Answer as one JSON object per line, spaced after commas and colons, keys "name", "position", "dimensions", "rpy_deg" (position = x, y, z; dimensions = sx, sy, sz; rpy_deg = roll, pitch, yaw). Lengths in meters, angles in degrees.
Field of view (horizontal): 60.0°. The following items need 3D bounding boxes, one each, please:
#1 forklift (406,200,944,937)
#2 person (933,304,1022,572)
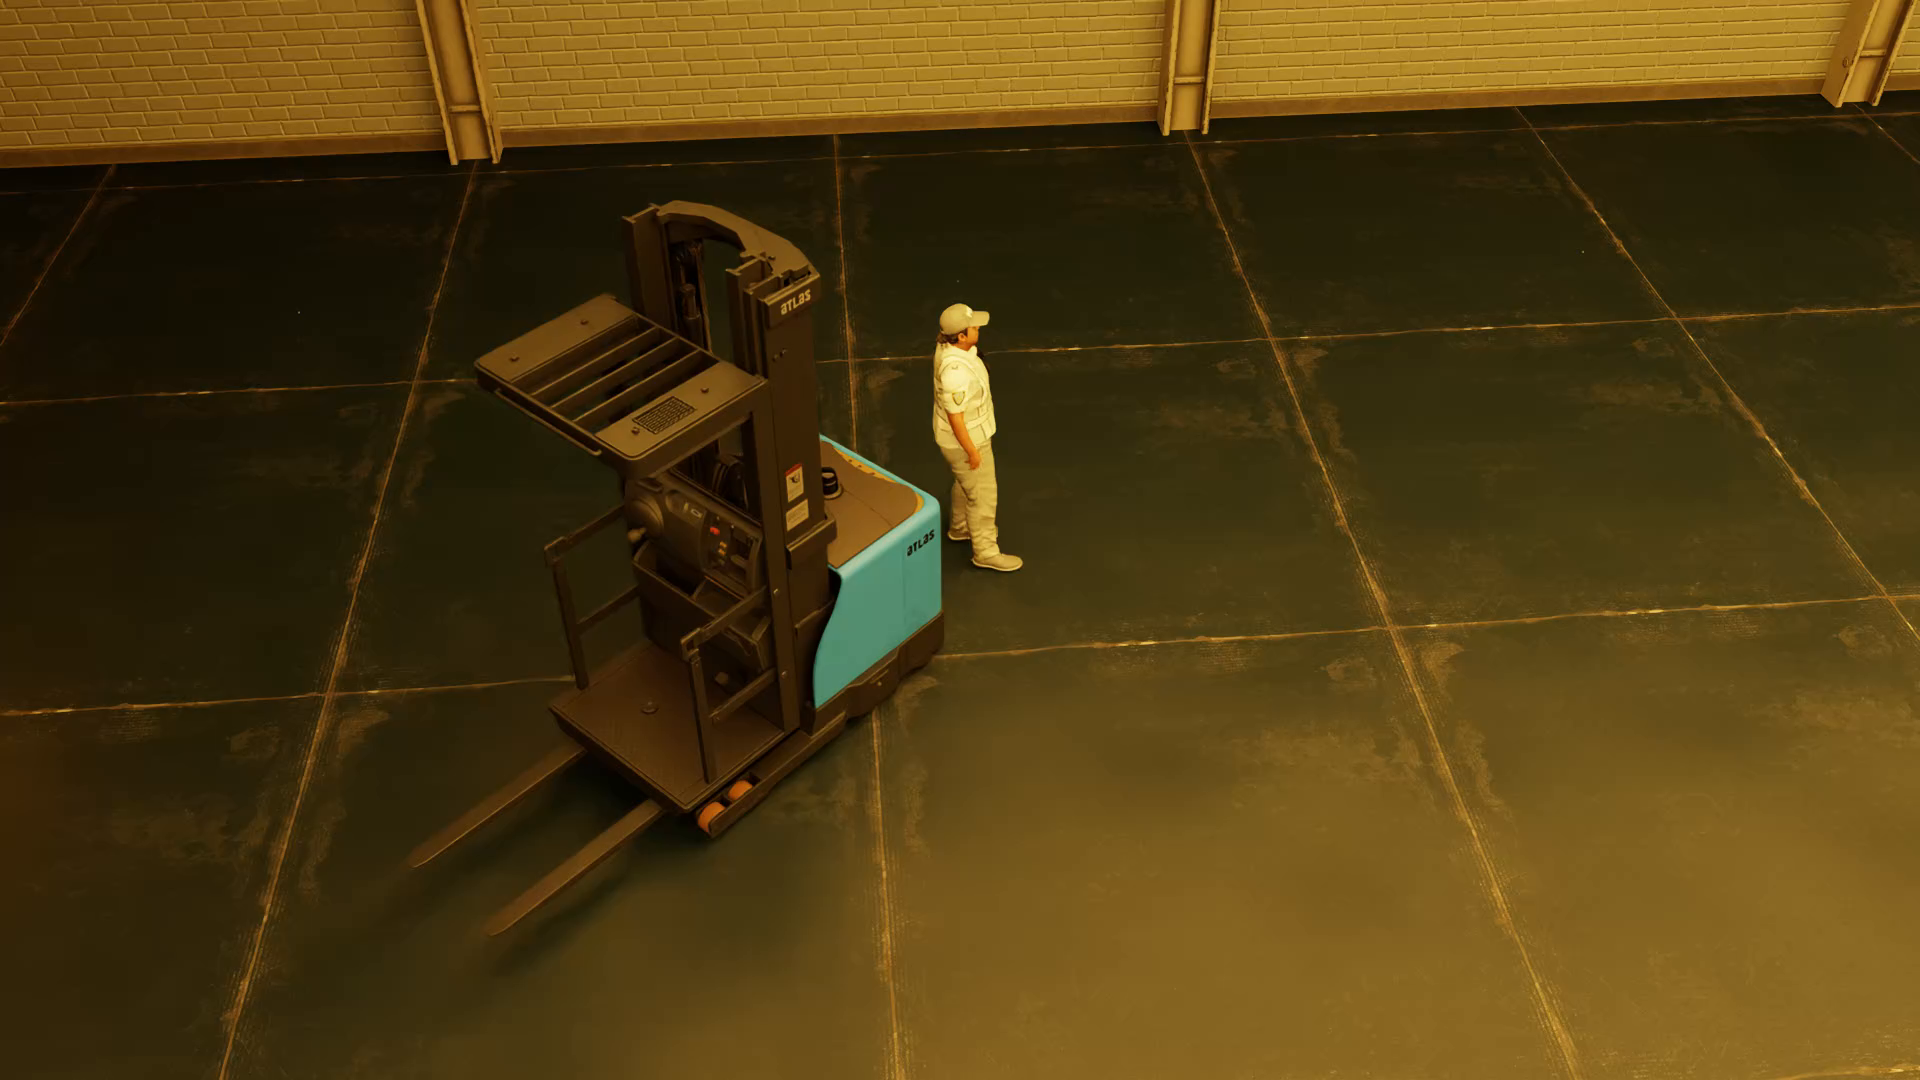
{"name": "forklift", "position": [-1.434, 0.010, 7.927], "dimensions": [1.130, 2.935, 3.031], "rpy_deg": [29, 49, 30]}
{"name": "person", "position": [0.103, -0.624, 9.645], "dimensions": [0.516, 1.670, 0.599], "rpy_deg": [-2, 41, -3]}
